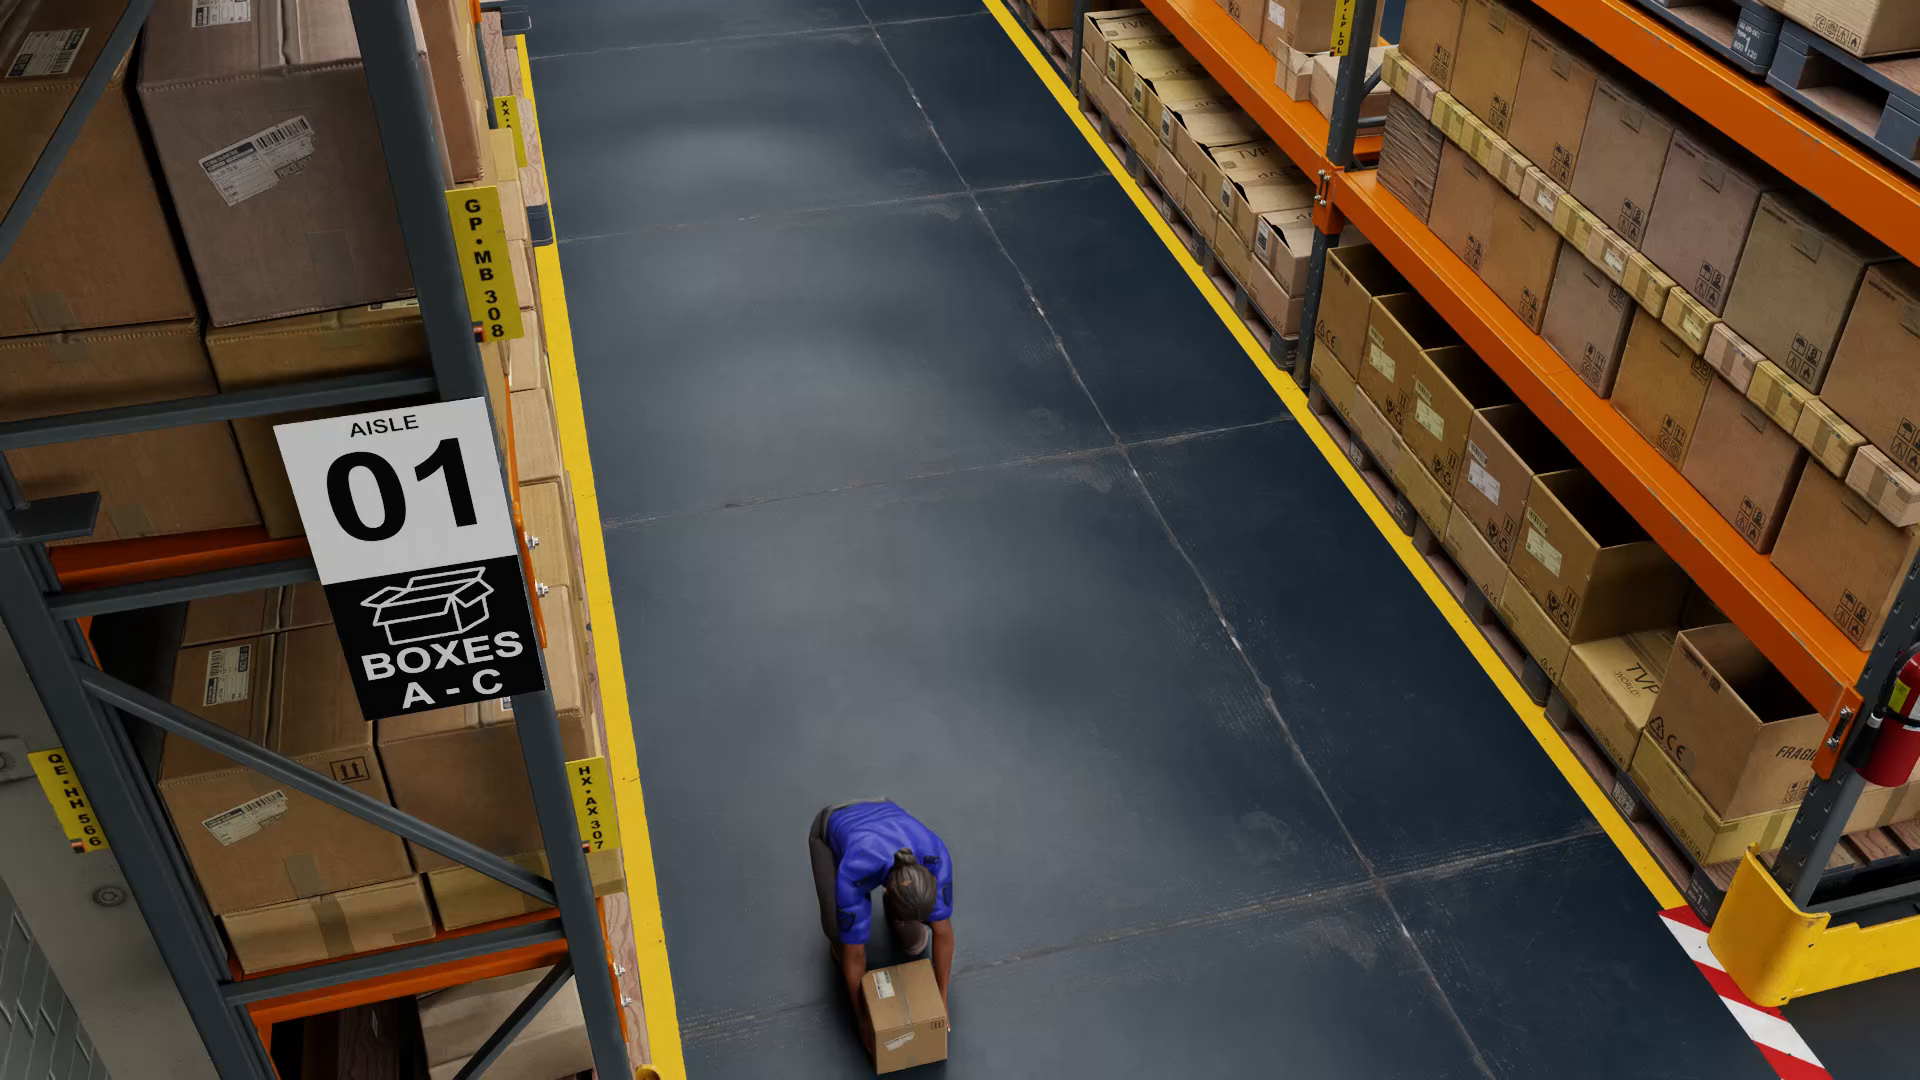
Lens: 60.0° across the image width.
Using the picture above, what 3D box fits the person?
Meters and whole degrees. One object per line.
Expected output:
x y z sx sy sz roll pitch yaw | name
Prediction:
-0.275 1.243 5.887 0.462 0.789 0.848 -9 39 -12 | person
